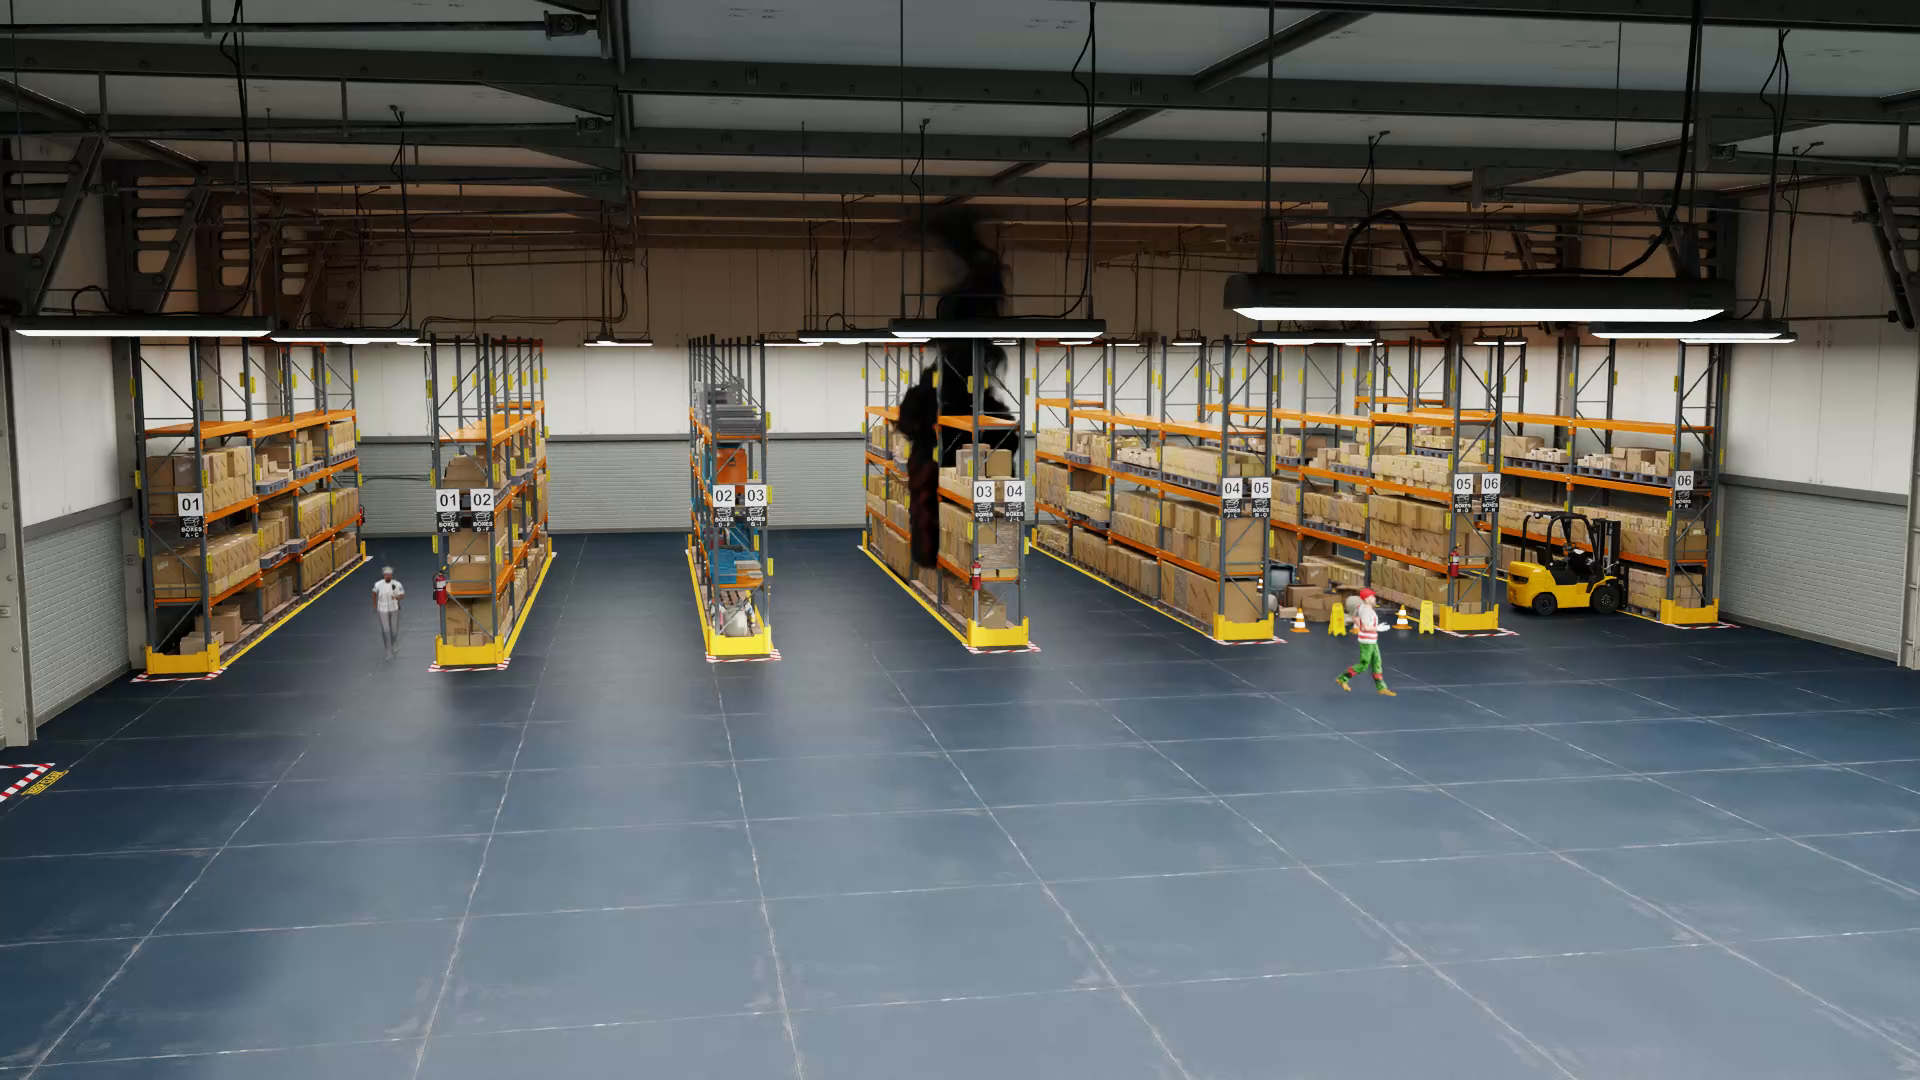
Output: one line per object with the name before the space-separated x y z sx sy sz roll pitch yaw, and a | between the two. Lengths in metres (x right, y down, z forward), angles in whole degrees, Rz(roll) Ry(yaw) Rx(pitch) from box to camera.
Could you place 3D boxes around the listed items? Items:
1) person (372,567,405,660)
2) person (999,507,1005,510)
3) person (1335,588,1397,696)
person | -10.603 1.322 30.905 0.567 1.697 0.915 -3 7 -21
person | 1.299 -0.477 46.386 0.676 1.804 0.862 0 7 0
person | 6.694 1.681 27.339 0.988 1.783 0.654 2 7 17
